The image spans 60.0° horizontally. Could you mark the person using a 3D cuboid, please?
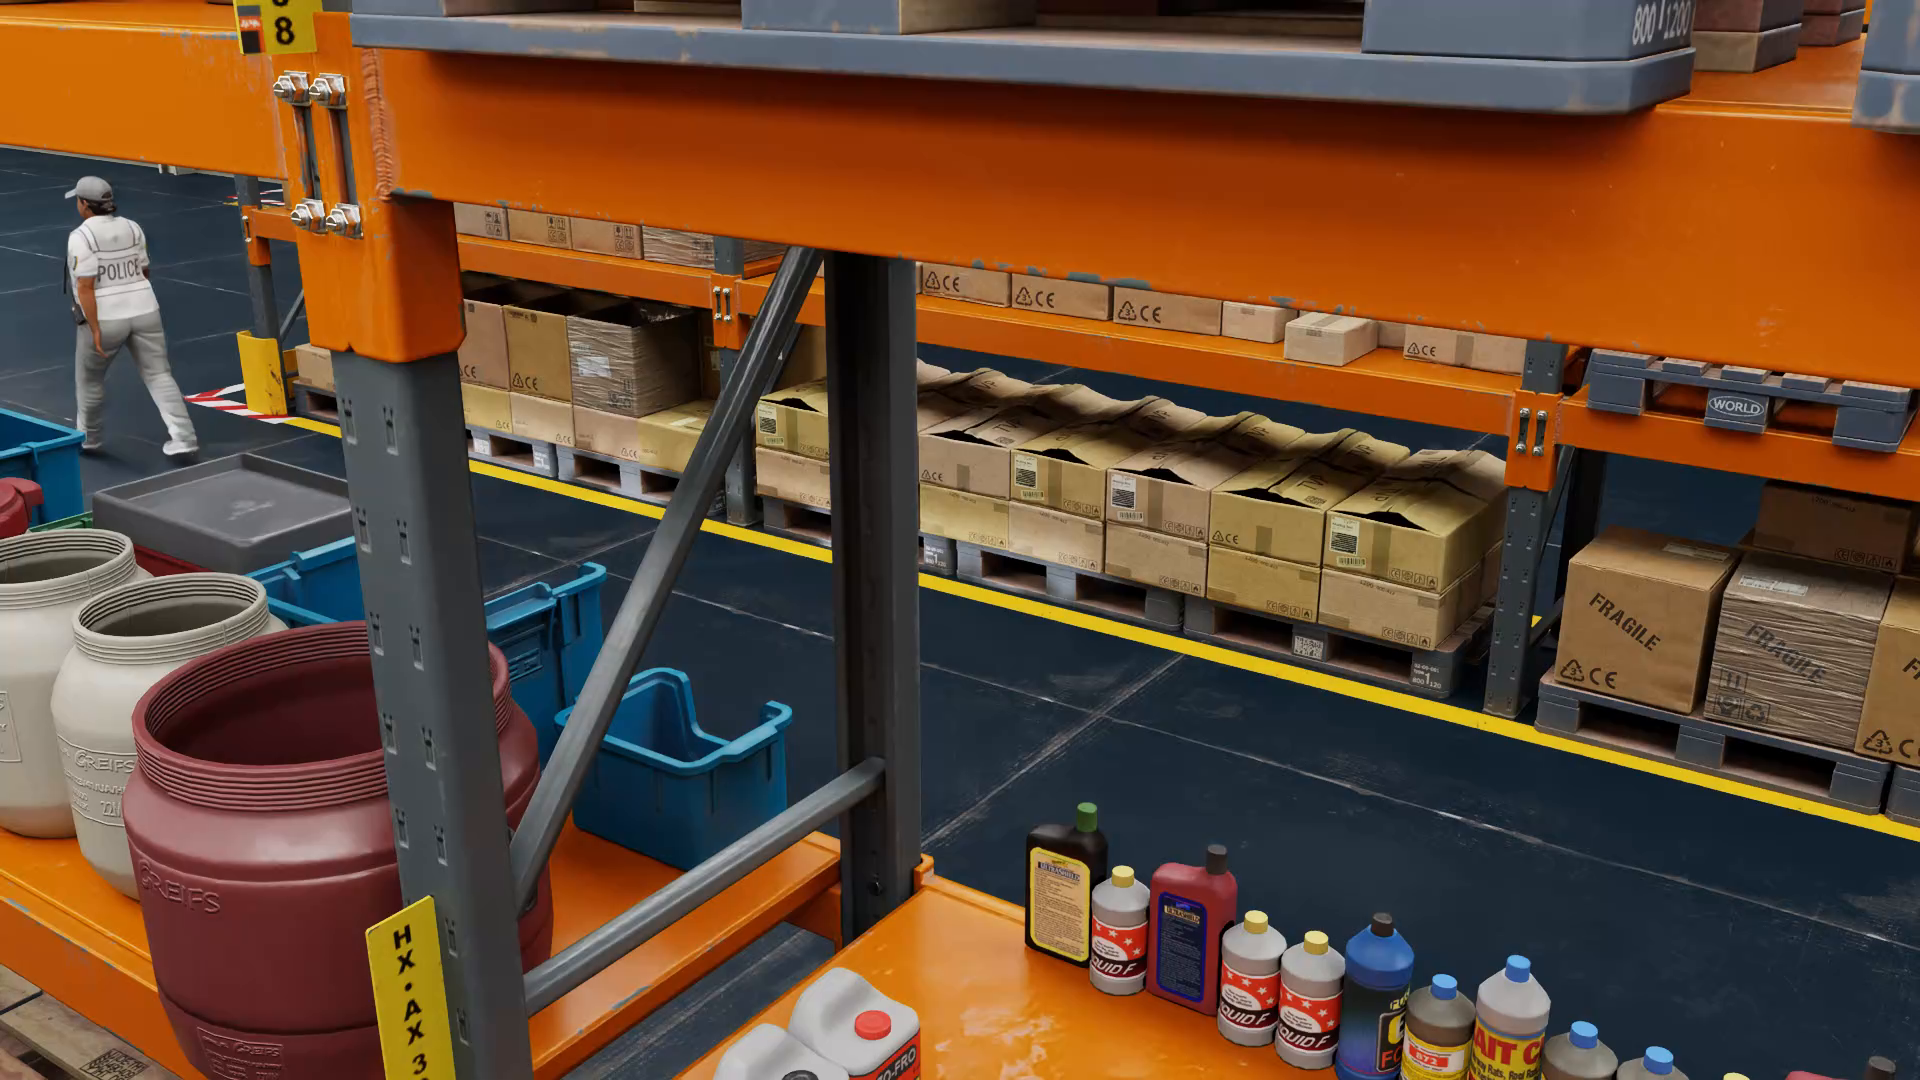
[{"bbox_3d":[-4.892,-1.294,9.623,1.001,1.601,0.482,14,24,35],"label":"person"}]
